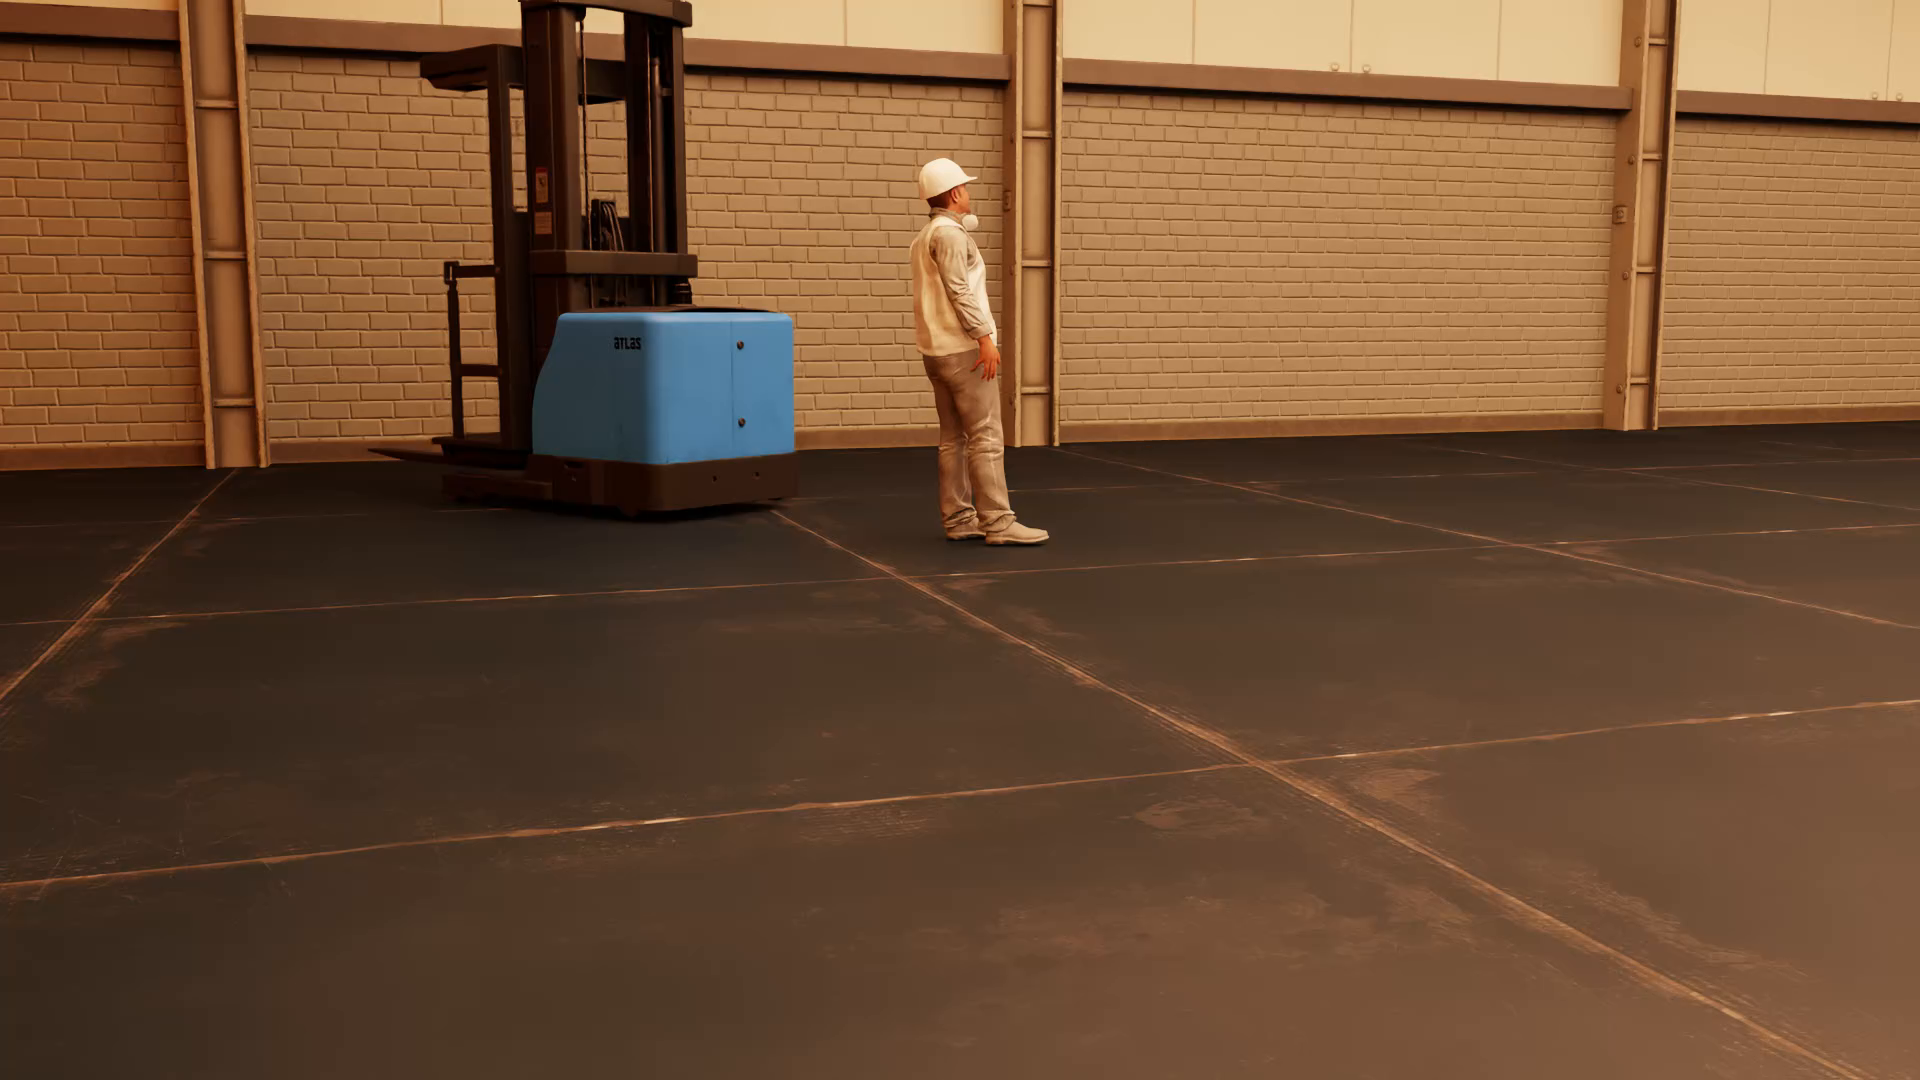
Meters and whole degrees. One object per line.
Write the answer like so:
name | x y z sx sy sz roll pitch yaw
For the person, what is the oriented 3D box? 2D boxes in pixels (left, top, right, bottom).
person | 0.062 -0.887 7.811 0.568 1.773 0.624 -3 8 -18

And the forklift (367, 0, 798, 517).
forklift | -2.353 -1.706 9.590 3.031 2.935 1.130 6 10 39
